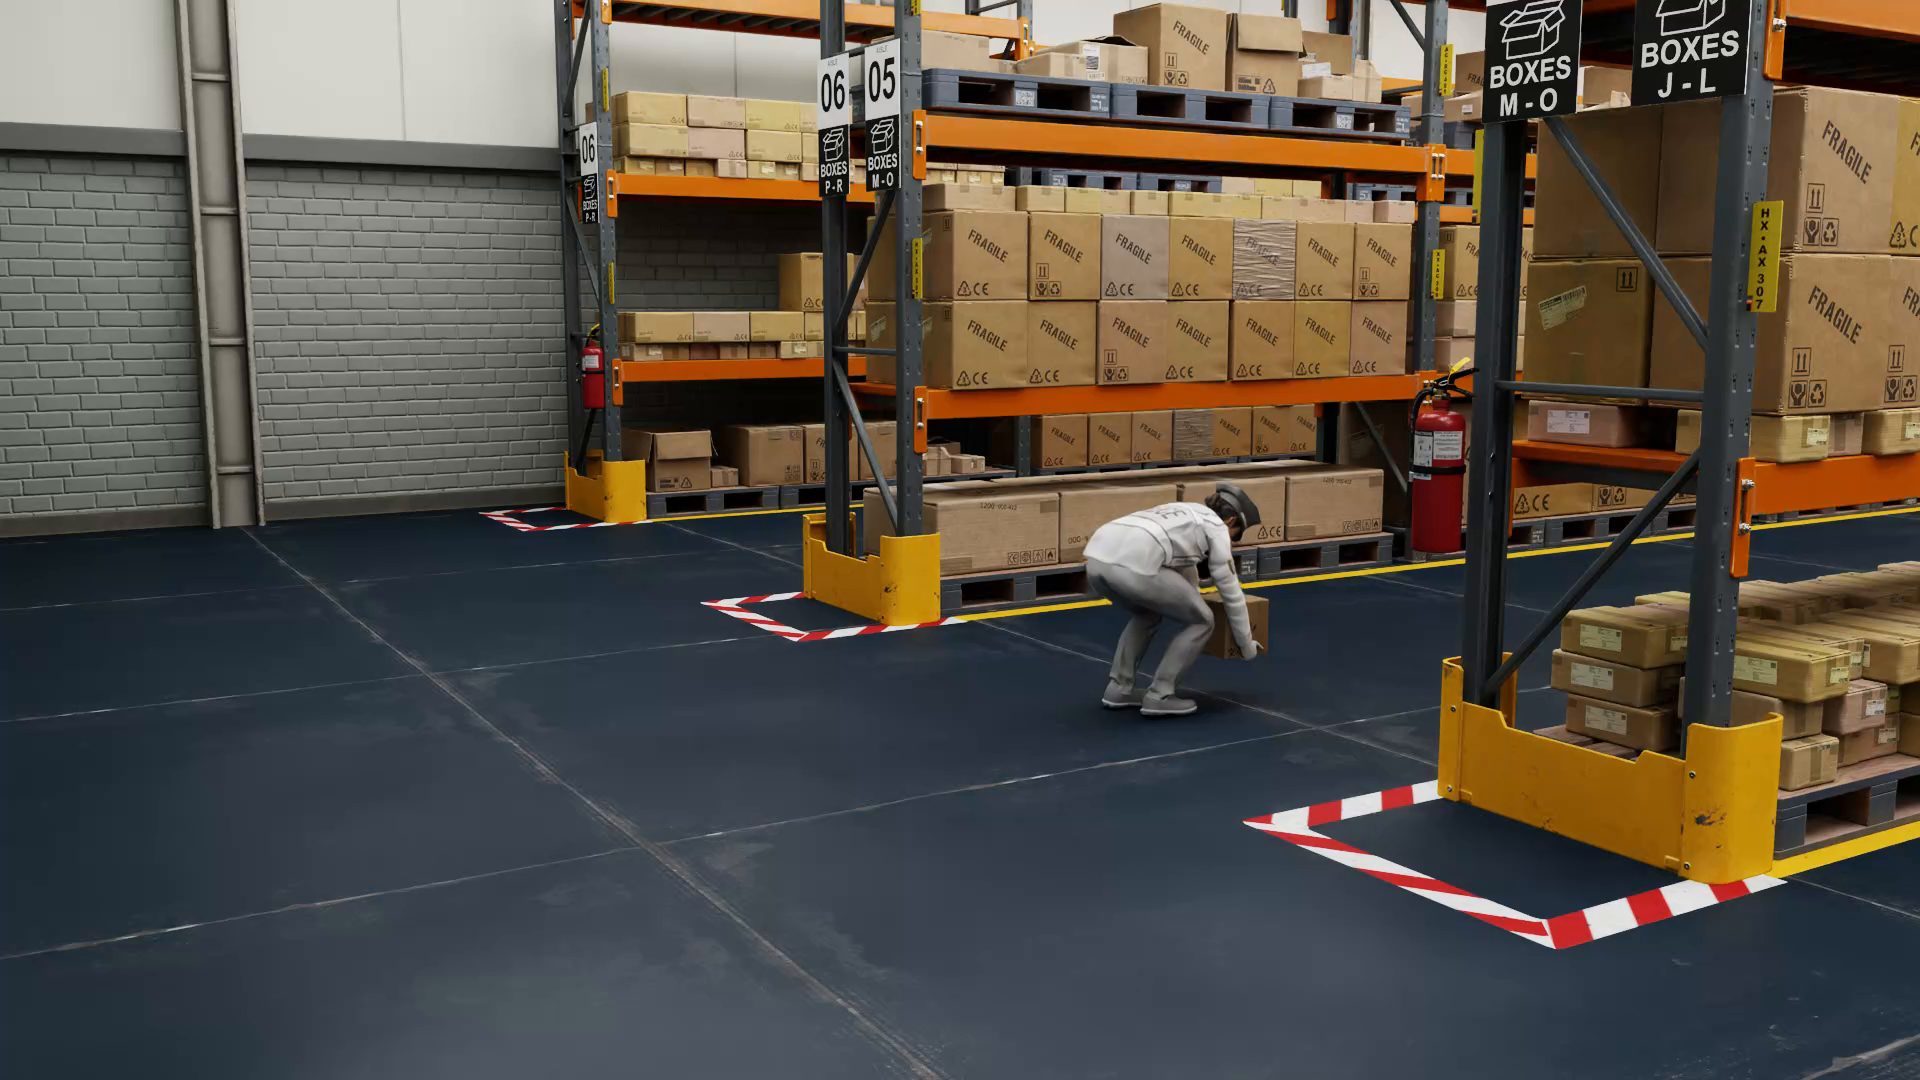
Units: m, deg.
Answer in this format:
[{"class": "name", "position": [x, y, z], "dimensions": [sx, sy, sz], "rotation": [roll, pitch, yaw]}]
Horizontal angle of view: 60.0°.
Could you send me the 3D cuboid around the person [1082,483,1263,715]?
[{"class": "person", "position": [0.959, 0.258, 7.408], "dimensions": [0.917, 0.990, 0.460], "rotation": [-5, 10, -33]}]
